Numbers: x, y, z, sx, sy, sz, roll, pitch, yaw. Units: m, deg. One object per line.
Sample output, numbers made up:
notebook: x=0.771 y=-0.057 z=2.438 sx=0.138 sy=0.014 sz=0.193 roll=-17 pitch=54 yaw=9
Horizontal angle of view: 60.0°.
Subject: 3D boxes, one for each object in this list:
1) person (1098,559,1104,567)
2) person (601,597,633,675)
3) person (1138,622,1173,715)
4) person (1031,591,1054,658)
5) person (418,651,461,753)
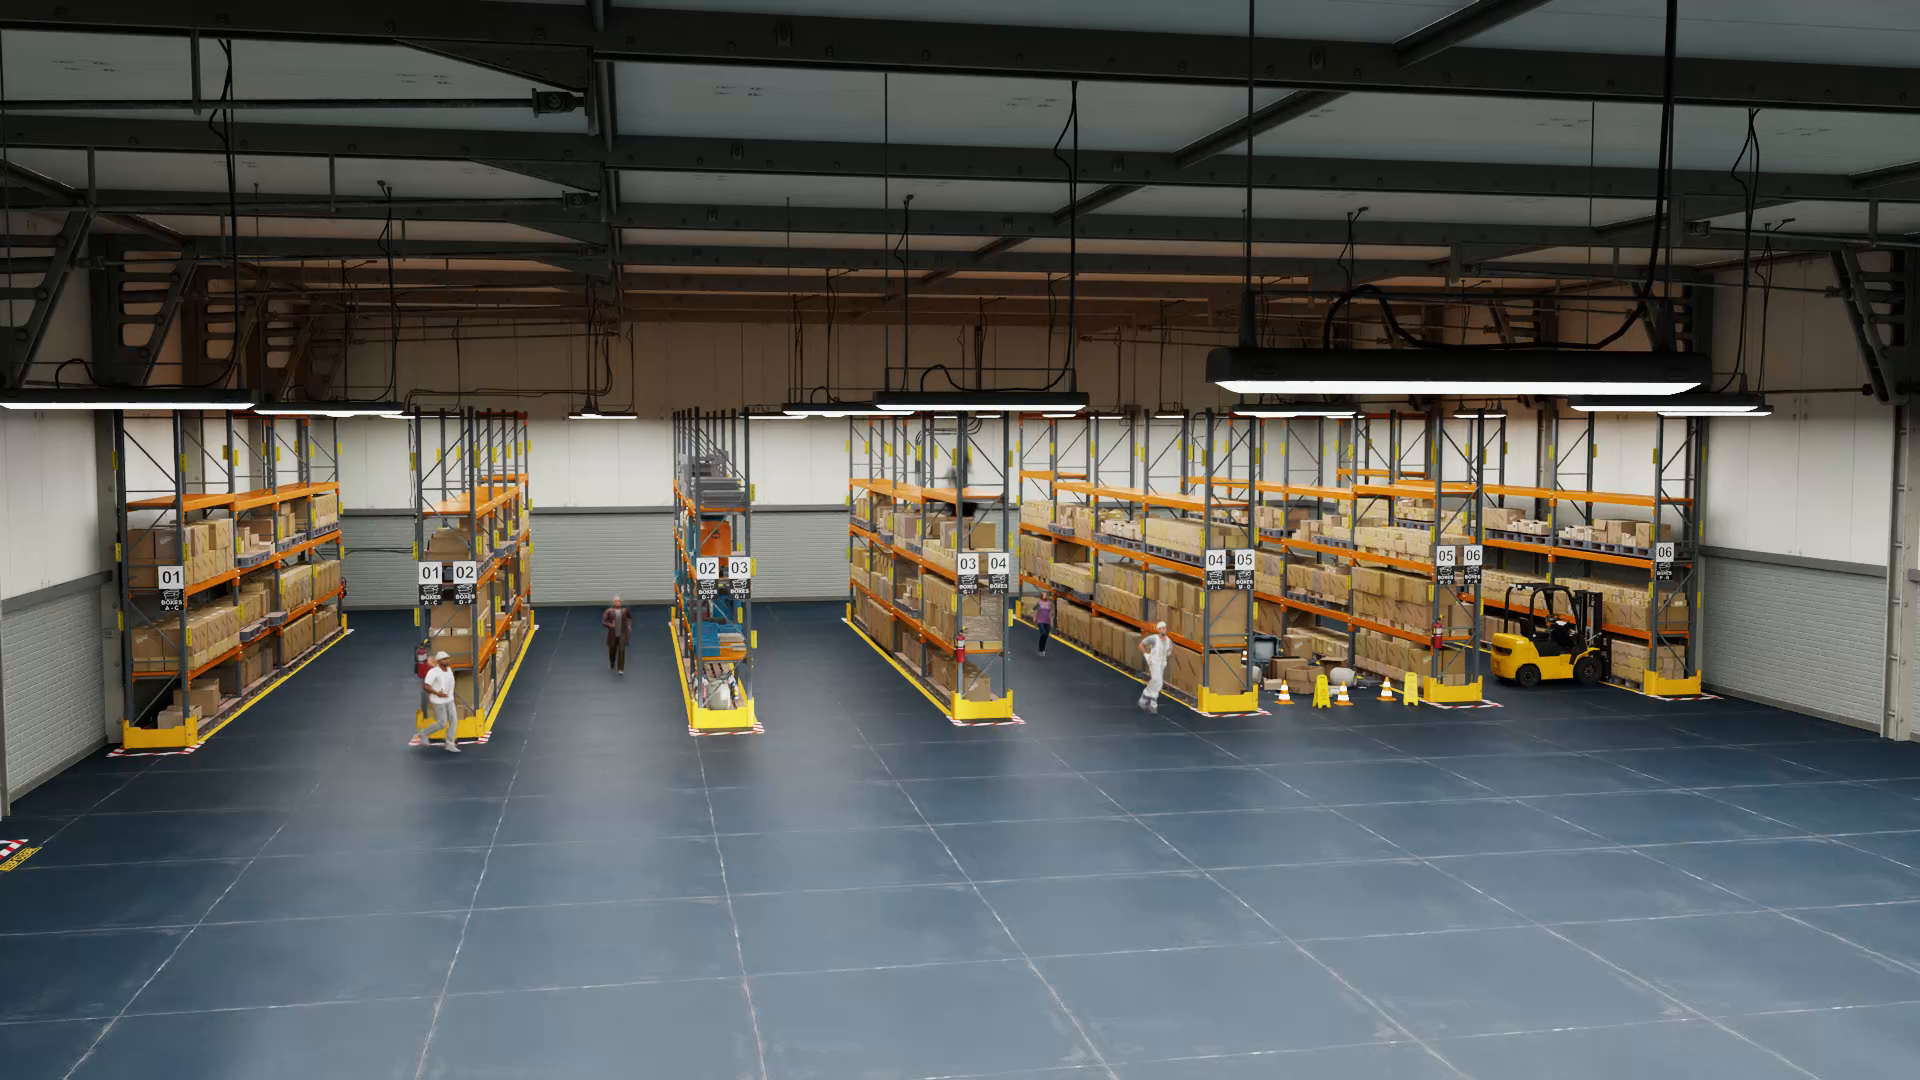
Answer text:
person: x=4.036 y=1.426 z=47.572 sx=0.702 sy=1.788 sz=0.981 roll=-1 pitch=4 yaw=-10
person: x=-7.770 y=2.160 z=37.756 sx=0.721 sy=1.750 sz=0.958 roll=-1 pitch=4 yaw=-16
person: x=3.889 y=2.523 z=32.861 sx=0.652 sy=1.849 sz=0.708 roll=-3 pitch=5 yaw=-38
person: x=2.035 y=2.047 z=40.471 sx=0.503 sy=1.617 sz=0.682 roll=-1 pitch=4 yaw=-20
person: x=-9.024 y=2.802 z=28.859 sx=0.794 sy=1.767 sz=0.722 roll=1 pitch=4 yaw=14
